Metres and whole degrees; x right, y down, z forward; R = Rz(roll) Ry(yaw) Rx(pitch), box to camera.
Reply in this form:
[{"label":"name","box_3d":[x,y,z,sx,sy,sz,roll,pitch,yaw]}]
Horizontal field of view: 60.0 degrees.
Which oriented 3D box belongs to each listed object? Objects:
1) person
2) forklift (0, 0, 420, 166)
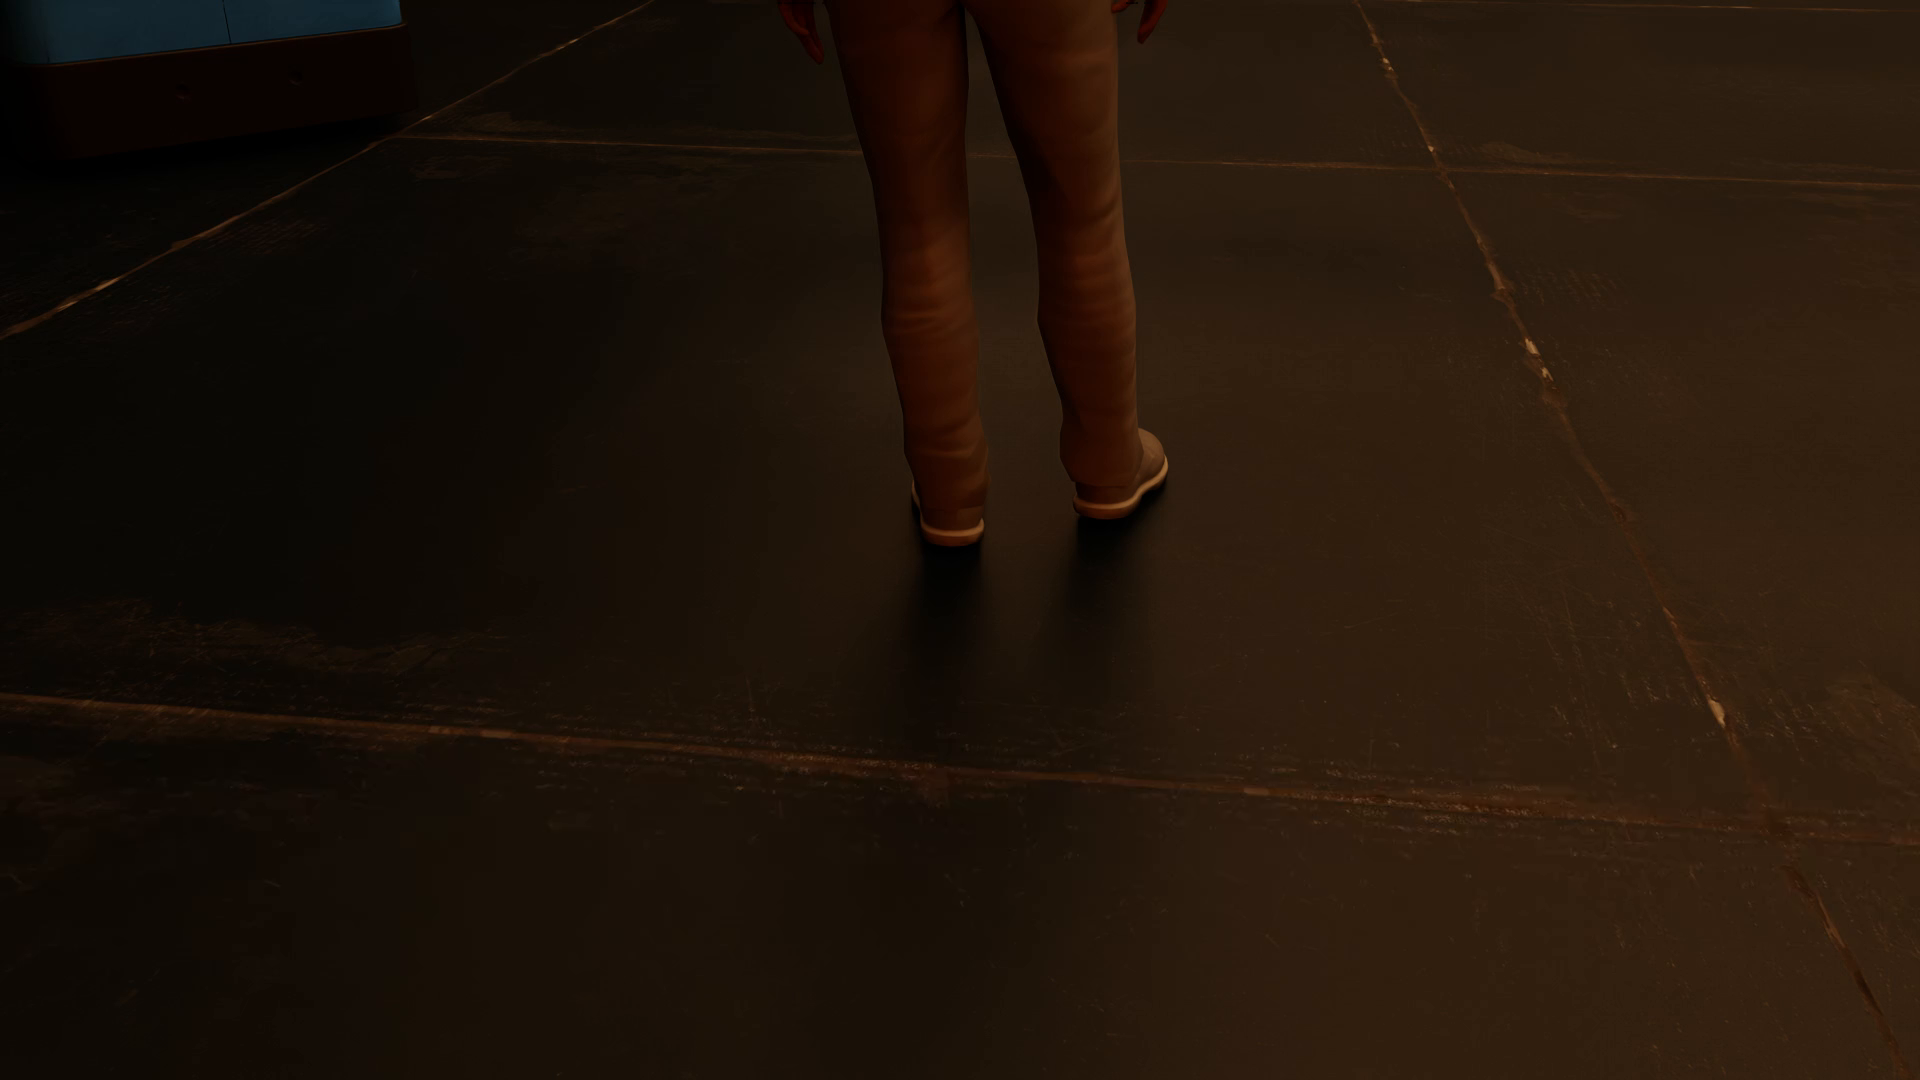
[{"label":"person","box_3d":[0.029,-0.797,2.183,0.570,1.697,0.528,3,27,7]},{"label":"forklift","box_3d":[-2.911,-2.883,4.997,1.130,2.935,3.031,-20,33,-35]}]
